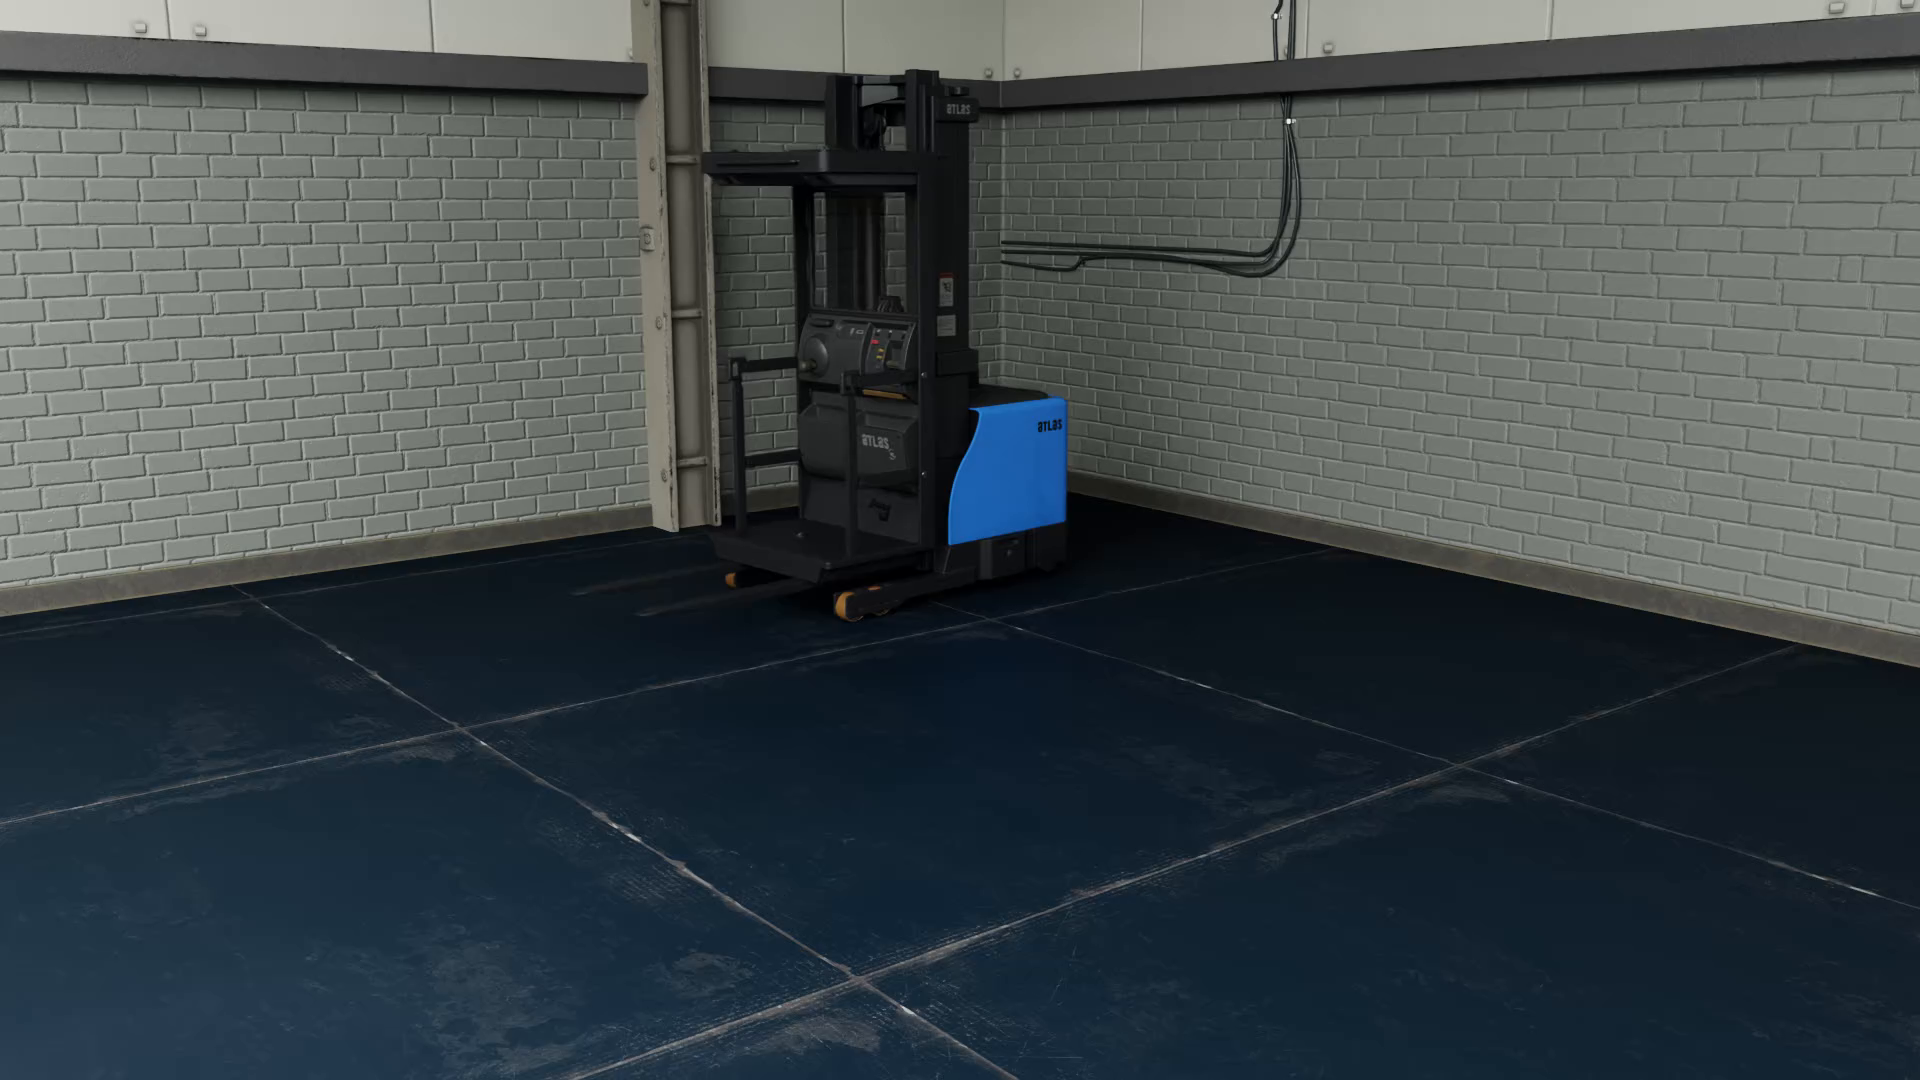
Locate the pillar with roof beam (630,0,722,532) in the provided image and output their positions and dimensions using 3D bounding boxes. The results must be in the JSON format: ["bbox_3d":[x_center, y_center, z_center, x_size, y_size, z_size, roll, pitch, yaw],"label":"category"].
[{"bbox_3d":[0.779,-3.808,7.395,0.400,9.000,9.100,-9,15,-38],"label":"pillar with roof beam"}]

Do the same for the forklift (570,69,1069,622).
[{"bbox_3d":[-0.739,-1.108,9.291,3.031,2.935,1.130,-11,17,-43],"label":"forklift"}]

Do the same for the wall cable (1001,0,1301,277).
[{"bbox_3d":[1.216,-3.155,11.796,0.112,2.526,3.097,-9,15,-38],"label":"wall cable"}]
